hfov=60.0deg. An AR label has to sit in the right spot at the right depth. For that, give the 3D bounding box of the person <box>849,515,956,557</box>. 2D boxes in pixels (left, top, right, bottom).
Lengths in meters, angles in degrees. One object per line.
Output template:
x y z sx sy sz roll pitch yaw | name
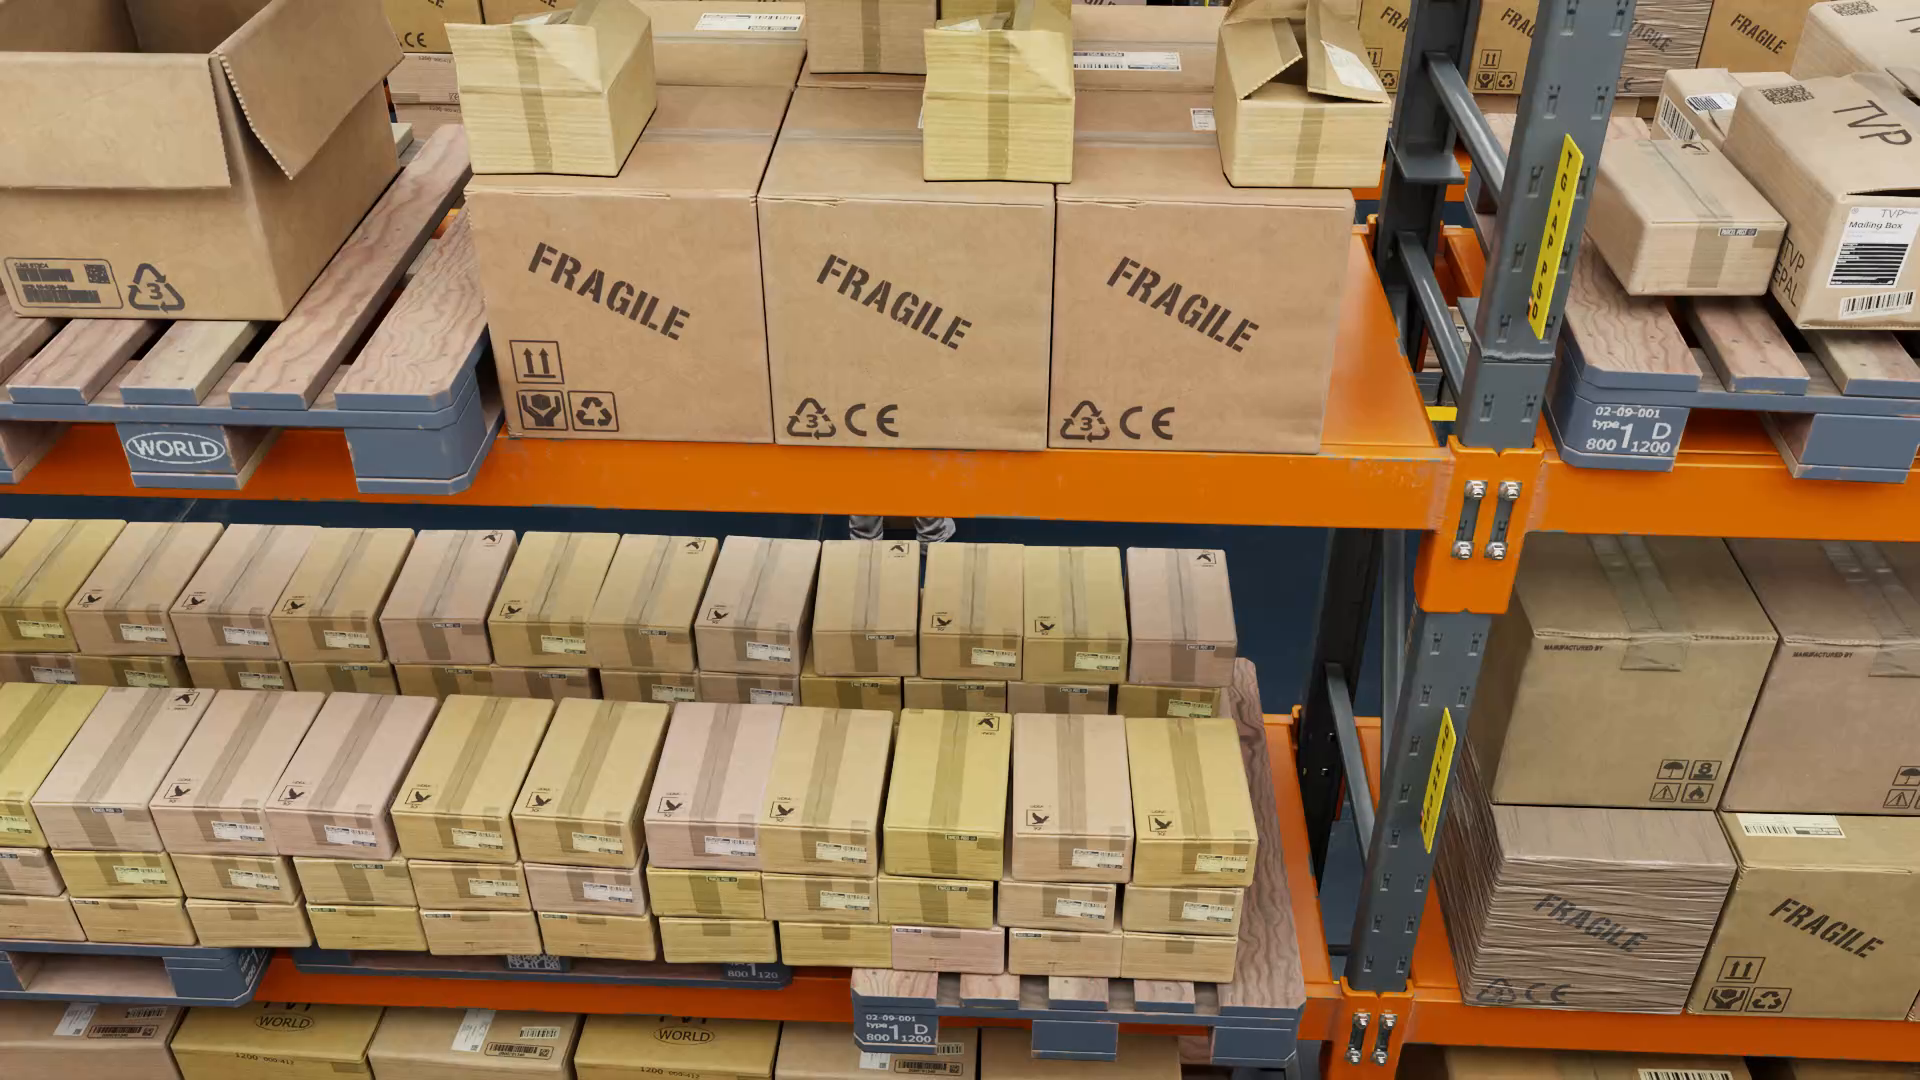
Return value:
-0.319 -0.709 7.136 0.627 1.773 0.451 -1 35 -1 | person
